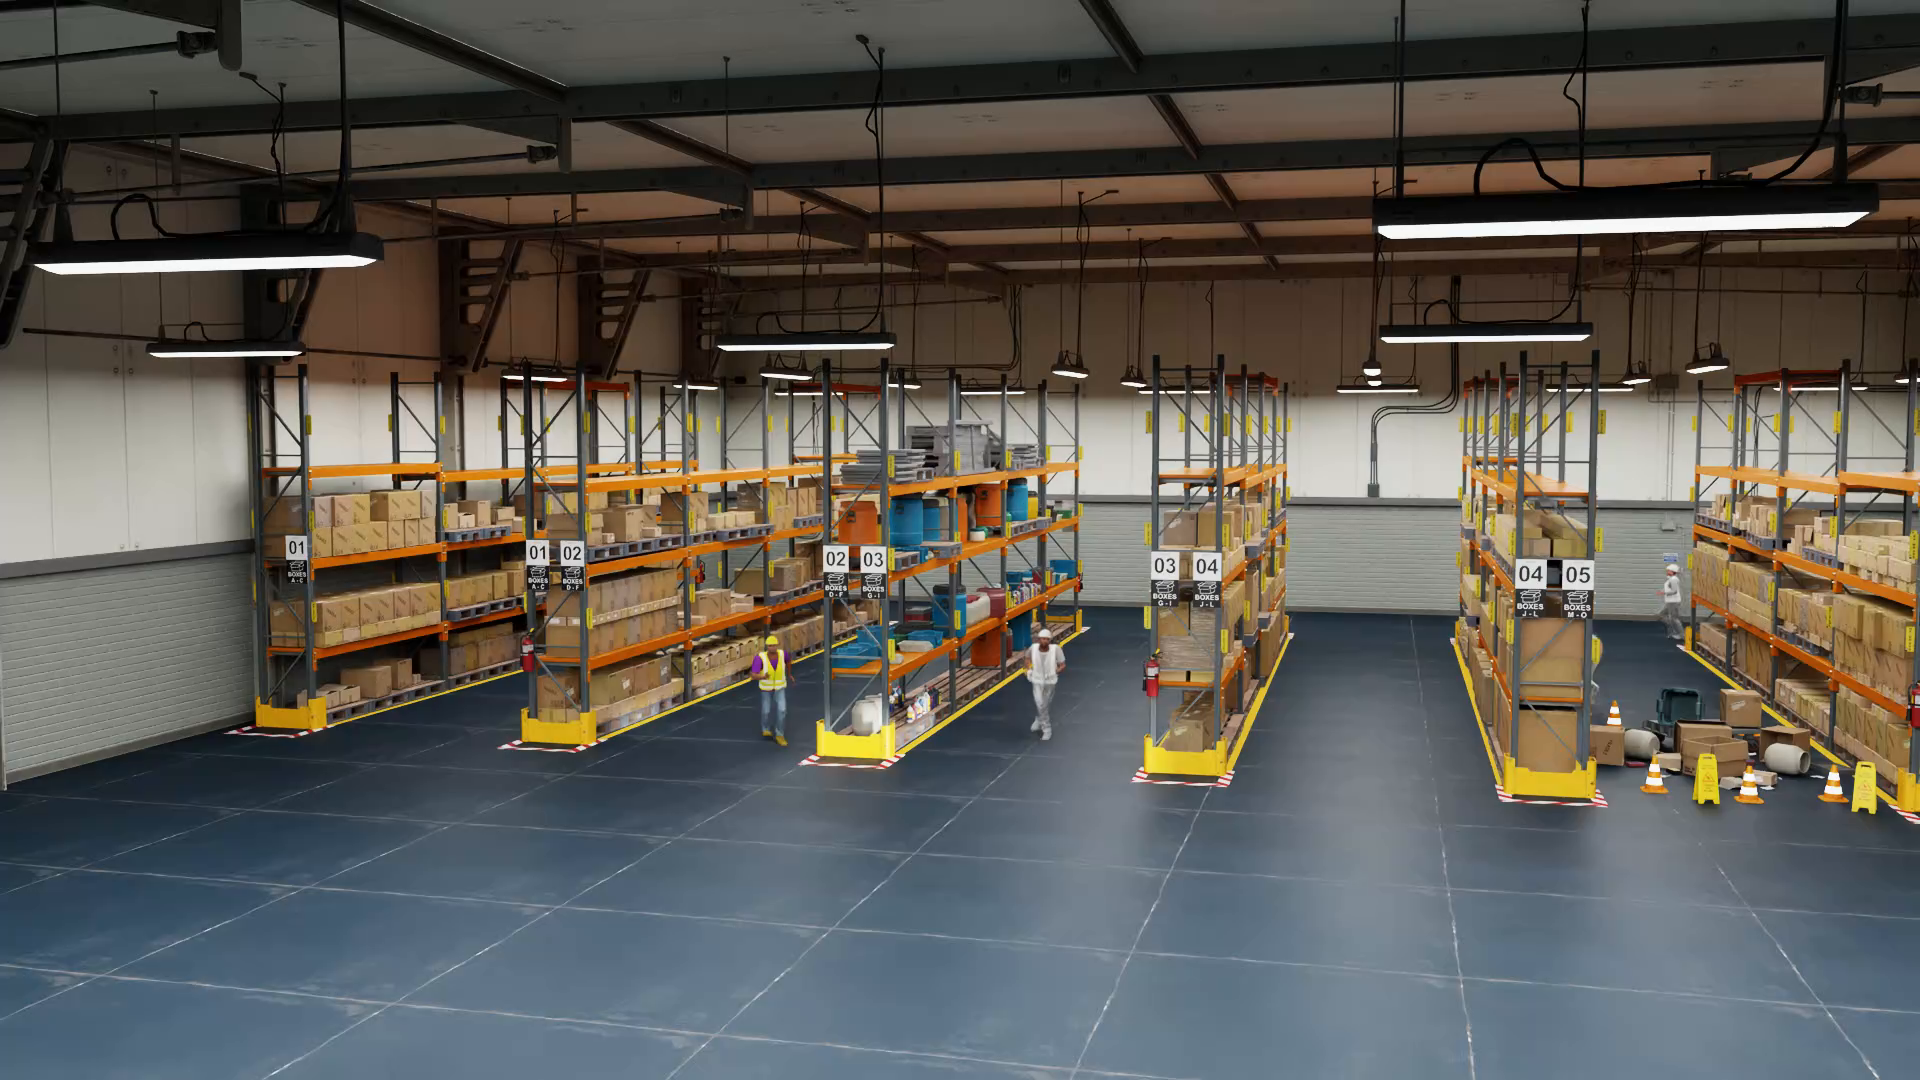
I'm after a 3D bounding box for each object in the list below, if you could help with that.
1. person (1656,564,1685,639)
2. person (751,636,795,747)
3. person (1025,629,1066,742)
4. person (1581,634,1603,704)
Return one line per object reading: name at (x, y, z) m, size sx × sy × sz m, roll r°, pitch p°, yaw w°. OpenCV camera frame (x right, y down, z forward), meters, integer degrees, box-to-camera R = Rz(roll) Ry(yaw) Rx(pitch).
person at (16.591, 1.450, 38.802) m, size 0.698 × 1.773 × 0.644 m, roll 1°, pitch 4°, yaw 19°
person at (-2.932, 2.345, 26.096) m, size 0.721 × 1.735 × 0.992 m, roll -1°, pitch 4°, yaw -13°
person at (1.369, 2.281, 26.679) m, size 0.644 × 1.763 × 0.857 m, roll 0°, pitch 4°, yaw -1°
person at (11.277, 2.217, 29.833) m, size 0.575 × 1.493 × 0.861 m, roll 0°, pitch 4°, yaw -5°
